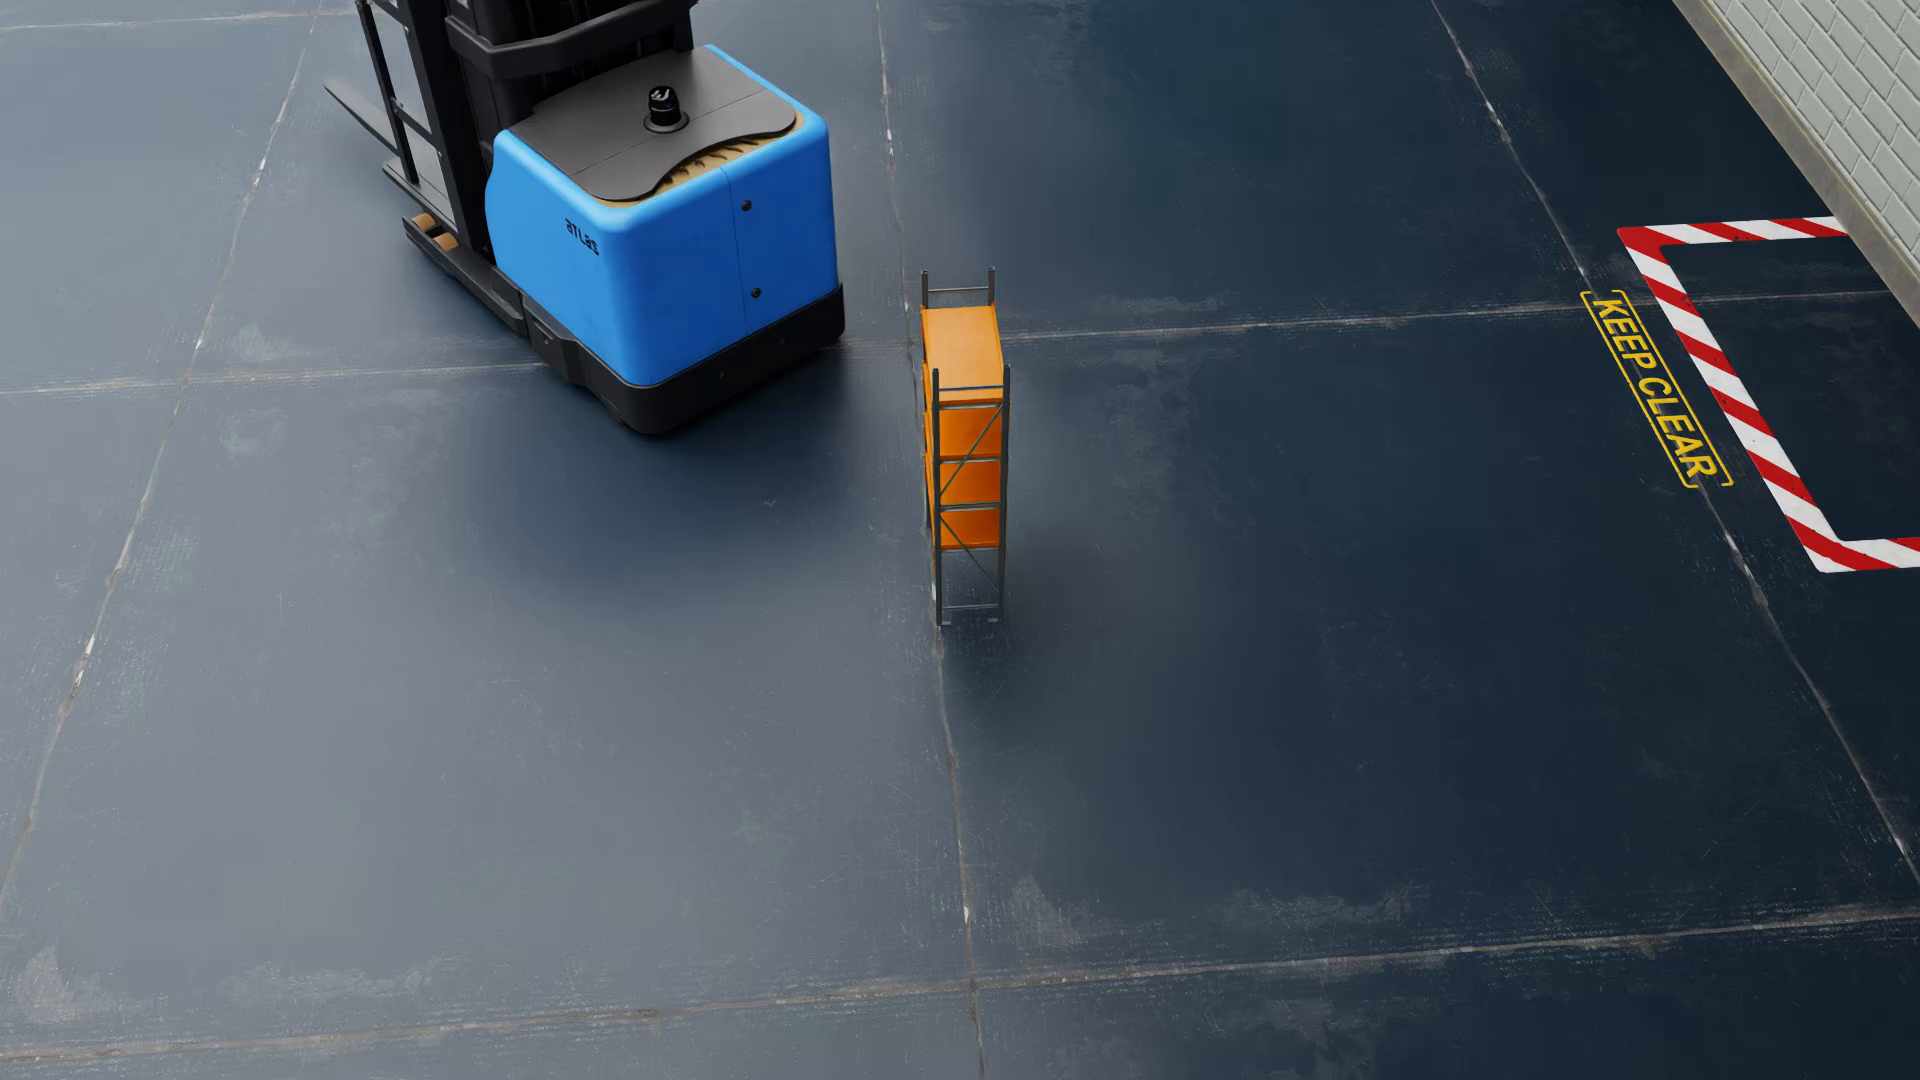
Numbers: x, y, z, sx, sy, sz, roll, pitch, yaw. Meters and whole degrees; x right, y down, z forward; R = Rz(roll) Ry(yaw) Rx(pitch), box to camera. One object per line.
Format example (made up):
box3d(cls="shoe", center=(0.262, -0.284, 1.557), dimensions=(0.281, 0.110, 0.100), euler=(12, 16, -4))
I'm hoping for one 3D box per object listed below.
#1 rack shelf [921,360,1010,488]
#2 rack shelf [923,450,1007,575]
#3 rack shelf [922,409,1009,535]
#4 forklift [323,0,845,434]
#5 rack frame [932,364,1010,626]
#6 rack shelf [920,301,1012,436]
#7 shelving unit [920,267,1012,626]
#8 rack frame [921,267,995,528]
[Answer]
box3d(cls="rack shelf", center=(0.014, -0.400, 5.587), dimensions=(0.258, 0.148, 0.480), euler=(-3, 47, -3))
box3d(cls="rack shelf", center=(0.014, -0.110, 5.894), dimensions=(0.258, 0.148, 0.480), euler=(-3, 47, -3))
box3d(cls="rack shelf", center=(0.014, -0.247, 5.750), dimensions=(0.258, 0.148, 0.480), euler=(-3, 47, -3))
box3d(cls="forklift", center=(-1.835, -2.418, 6.522), dimensions=(1.130, 2.935, 3.031), euler=(-33, 55, -27))
box3d(cls="rack frame", center=(0.034, -0.116, 5.534), dimensions=(0.240, 1.200, 0.015), euler=(-3, 47, -3))
box3d(cls="rack shelf", center=(0.014, -0.563, 5.416), dimensions=(0.258, 0.148, 0.480), euler=(-3, 47, -3))
box3d(cls="shelving unit", center=(0.014, -0.293, 5.701), dimensions=(0.258, 1.200, 0.503), euler=(-3, 47, -3))
box3d(cls="rack frame", center=(-0.007, -0.469, 5.868), dimensions=(0.240, 1.200, 0.015), euler=(-3, 47, -3))
